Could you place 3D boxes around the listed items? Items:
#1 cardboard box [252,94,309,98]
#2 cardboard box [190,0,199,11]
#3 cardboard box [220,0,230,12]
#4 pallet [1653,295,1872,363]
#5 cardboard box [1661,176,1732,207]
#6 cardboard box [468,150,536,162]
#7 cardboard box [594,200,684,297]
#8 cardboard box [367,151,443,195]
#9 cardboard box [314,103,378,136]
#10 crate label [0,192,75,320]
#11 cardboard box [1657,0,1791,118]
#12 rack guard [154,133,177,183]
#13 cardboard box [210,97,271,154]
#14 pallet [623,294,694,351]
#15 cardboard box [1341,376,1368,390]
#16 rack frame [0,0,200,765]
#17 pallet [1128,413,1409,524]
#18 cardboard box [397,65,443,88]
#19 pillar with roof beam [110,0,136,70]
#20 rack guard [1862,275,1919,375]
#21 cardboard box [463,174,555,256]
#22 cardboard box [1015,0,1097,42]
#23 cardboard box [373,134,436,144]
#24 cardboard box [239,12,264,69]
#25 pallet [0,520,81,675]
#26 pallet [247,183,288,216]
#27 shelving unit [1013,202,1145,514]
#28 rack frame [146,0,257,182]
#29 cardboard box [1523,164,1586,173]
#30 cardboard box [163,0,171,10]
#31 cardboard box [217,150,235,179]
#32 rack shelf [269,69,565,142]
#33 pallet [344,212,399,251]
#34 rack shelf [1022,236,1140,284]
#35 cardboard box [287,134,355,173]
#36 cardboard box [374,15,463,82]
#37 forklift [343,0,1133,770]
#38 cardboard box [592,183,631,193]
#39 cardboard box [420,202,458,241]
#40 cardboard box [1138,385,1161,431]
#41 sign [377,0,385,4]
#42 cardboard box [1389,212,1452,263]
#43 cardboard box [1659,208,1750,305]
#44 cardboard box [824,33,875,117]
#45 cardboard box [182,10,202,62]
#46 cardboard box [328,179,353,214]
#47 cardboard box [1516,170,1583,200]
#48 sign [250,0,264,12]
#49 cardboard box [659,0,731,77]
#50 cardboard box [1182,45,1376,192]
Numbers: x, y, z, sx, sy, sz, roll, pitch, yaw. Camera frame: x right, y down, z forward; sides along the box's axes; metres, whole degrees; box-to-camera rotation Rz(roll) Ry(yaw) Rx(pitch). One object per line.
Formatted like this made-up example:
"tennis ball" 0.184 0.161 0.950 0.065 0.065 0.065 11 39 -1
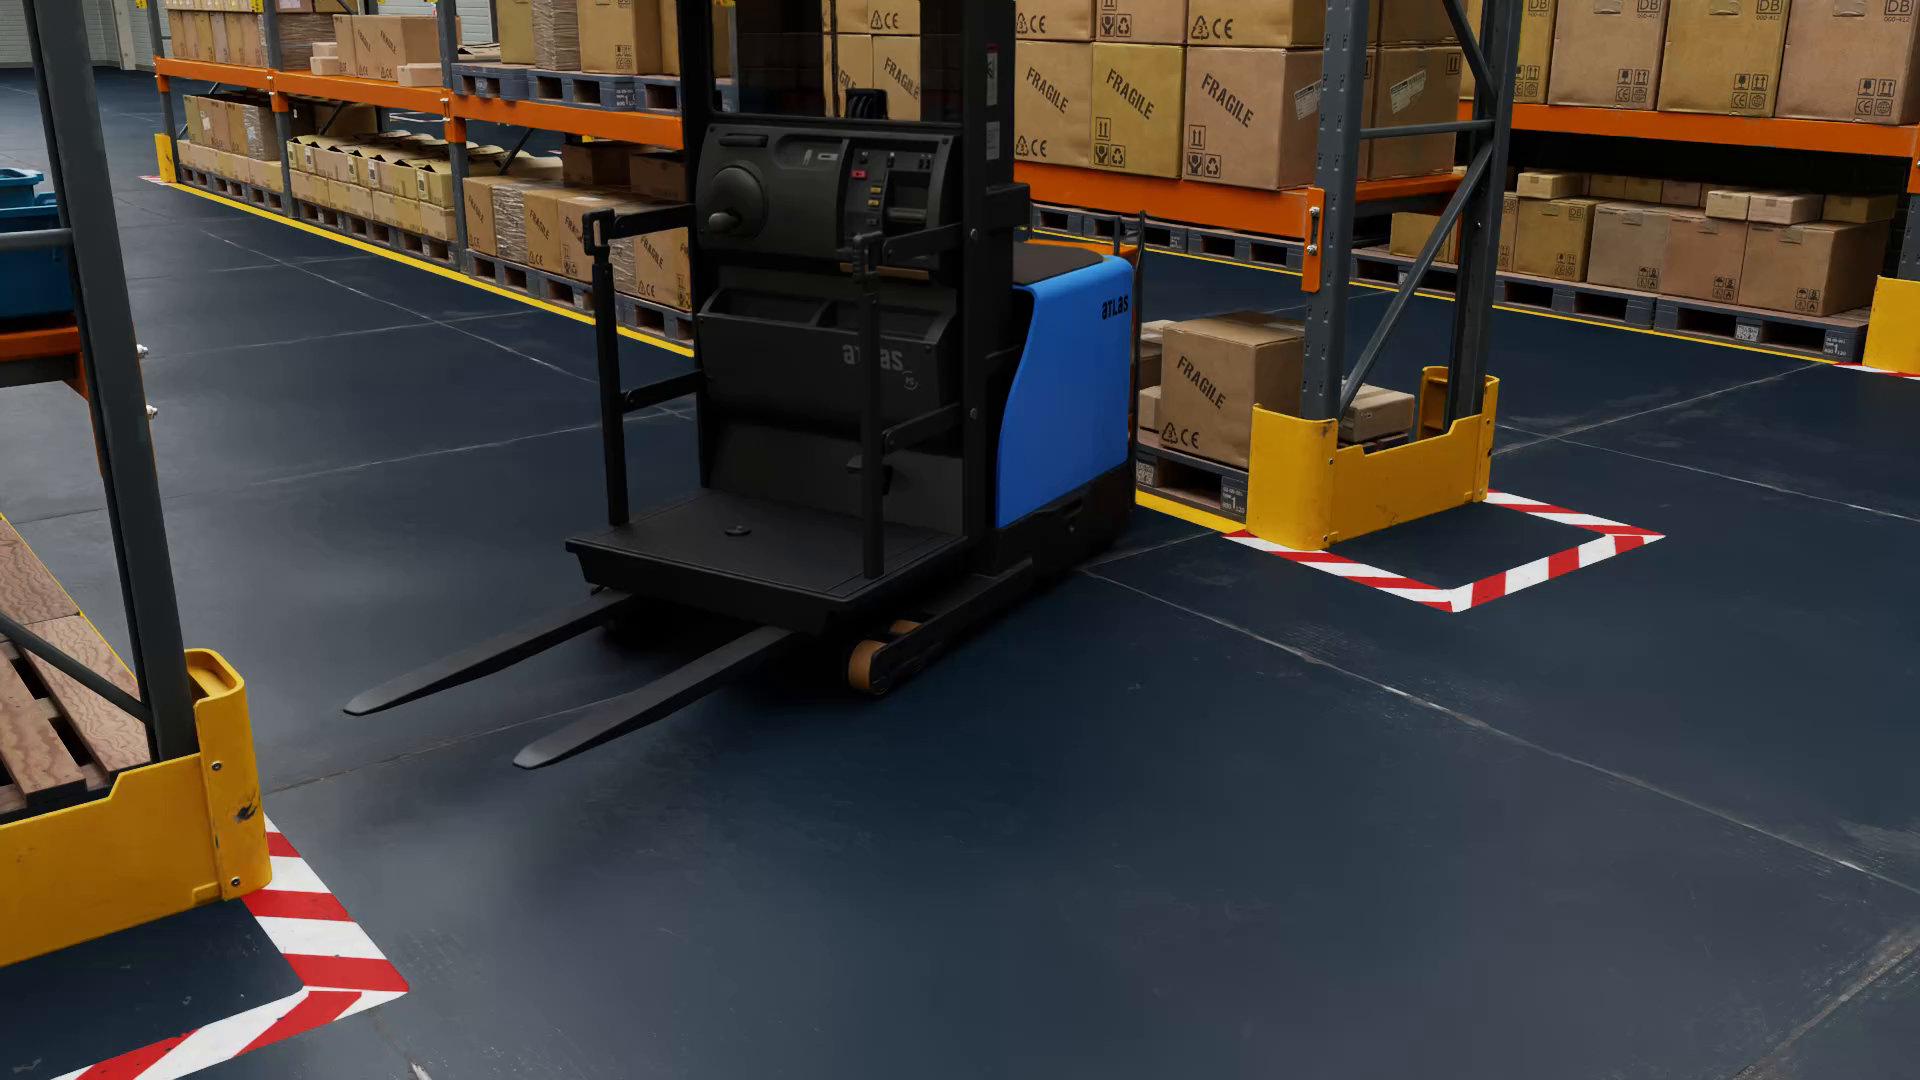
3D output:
"cardboard box" -7.041 -4.385 17.348 0.500 0.500 0.500 -14 23 -36
"cardboard box" -7.522 -5.416 16.755 0.380 0.149 0.250 -15 23 -38
"cardboard box" -6.880 -5.161 15.986 0.380 0.149 0.250 -13 22 -35
"pallet" 5.018 -1.336 10.062 1.003 0.211 1.213 -14 23 -36
"cardboard box" 4.668 -2.209 10.538 0.380 0.149 0.250 -14 23 -35
"cardboard box" -3.700 -2.956 13.332 0.500 0.311 0.500 -15 23 -37
"cardboard box" -1.931 -1.831 10.397 0.500 0.500 0.500 -14 23 -35
"cardboard box" -4.429 -2.975 13.388 0.500 0.311 0.500 -14 23 -36
"cardboard box" -5.798 -3.893 15.860 0.500 0.500 0.500 -14 23 -36
"crate label" -2.085 -0.619 3.630 0.416 0.233 0.303 -14 23 -36
"cardboard box" 4.791 -2.921 9.936 0.980 0.700 0.700 -14 23 -37
"rack guard" -8.254 -4.272 18.470 1.175 0.500 0.348 -14 23 -36
"cardboard box" -7.151 -4.157 16.659 0.500 0.500 0.500 -14 23 -36
"pallet" -1.323 -1.365 10.150 1.003 0.211 1.213 -14 23 -36
"cardboard box" 1.549 -0.606 7.229 0.380 0.166 0.250 -14 23 -36
"rack frame" -2.190 -0.545 3.235 1.000 3.000 0.127 -14 23 -36
"pallet" 1.152 -0.402 7.240 1.003 0.211 1.213 -14 23 -36
"cardboard box" -4.047 -3.530 12.651 0.380 0.149 0.250 -14 23 -36
"pillar with roof beam" -25.247 -15.817 39.815 9.100 9.000 0.400 -14 23 -36
"rack guard" 5.591 -1.286 9.450 1.175 0.500 0.348 -14 23 -36
"cardboard box" -3.214 -2.336 11.922 0.500 0.500 0.500 -13 22 -34
"cardboard box" 0.563 -2.340 6.907 0.500 0.500 0.500 -13 22 -35
"cardboard box" -4.952 -3.457 14.844 0.500 0.311 0.500 -13 22 -35
"cardboard box" -6.369 -4.752 15.782 0.700 0.500 0.500 -14 23 -37
"pallet" -3.425 0.268 5.218 1.003 0.211 1.213 -14 23 -36
"pallet" -6.217 -3.348 16.137 1.003 0.211 1.213 -14 23 -36
"shelving unit" 0.430 -0.697 6.559 0.503 1.200 0.258 11 21 29
"rack frame" -8.239 -5.453 18.059 1.000 3.000 0.127 -14 23 -36
"cardboard box" 4.035 -2.460 11.298 0.380 0.149 0.250 -15 23 -38
"cardboard box" -8.164 -5.670 17.522 0.380 0.149 0.250 -14 23 -36
"cardboard box" -7.151 -3.802 16.778 0.500 0.250 0.500 -14 23 -36
"rack shelf" -4.514 -3.633 13.707 1.077 0.370 4.000 -14 23 -36
"pallet" -4.506 -2.669 14.087 1.003 0.211 1.213 -14 23 -36
"rack shelf" 0.430 -1.071 6.436 0.480 0.148 0.258 11 21 29
"cardboard box" -5.694 -3.477 14.906 0.500 0.311 0.500 -14 23 -36
"cardboard box" -4.327 -3.939 13.329 0.500 0.500 0.500 -16 24 -39
"forklift" -0.541 -1.093 4.999 1.130 2.935 3.031 11 21 29
"cardboard box" -2.186 -2.192 11.486 0.500 0.500 0.500 -15 24 -38
"cardboard box" -3.790 -2.458 12.719 0.500 0.250 0.500 -13 23 -35
"cardboard box" 0.983 -0.578 7.142 0.380 0.166 0.250 -14 23 -36
"sign" -5.336 -5.088 15.240 0.100 0.325 0.005 -14 23 -36
"cardboard box" 3.476 -2.272 11.761 0.700 0.500 0.500 -14 23 -35
"cardboard box" 4.752 -1.767 10.236 0.700 0.500 0.500 -14 23 -36
"cardboard box" -0.365 -2.239 8.194 0.500 0.500 0.500 -13 23 -35
"cardboard box" -7.630 -5.255 17.300 0.700 0.500 0.500 -13 22 -35
"cardboard box" -5.059 -2.960 14.237 0.500 0.250 0.500 -15 23 -38
"cardboard box" 3.870 -2.332 10.909 0.380 0.149 0.250 -15 23 -38
"sign" -6.190 -4.807 14.605 0.100 0.325 0.005 -14 23 -36
"cardboard box" -1.384 -3.060 10.006 0.700 0.500 0.500 -10 21 -28
"cardboard box" 1.204 -1.615 6.309 0.500 0.500 0.500 -13 22 -34
